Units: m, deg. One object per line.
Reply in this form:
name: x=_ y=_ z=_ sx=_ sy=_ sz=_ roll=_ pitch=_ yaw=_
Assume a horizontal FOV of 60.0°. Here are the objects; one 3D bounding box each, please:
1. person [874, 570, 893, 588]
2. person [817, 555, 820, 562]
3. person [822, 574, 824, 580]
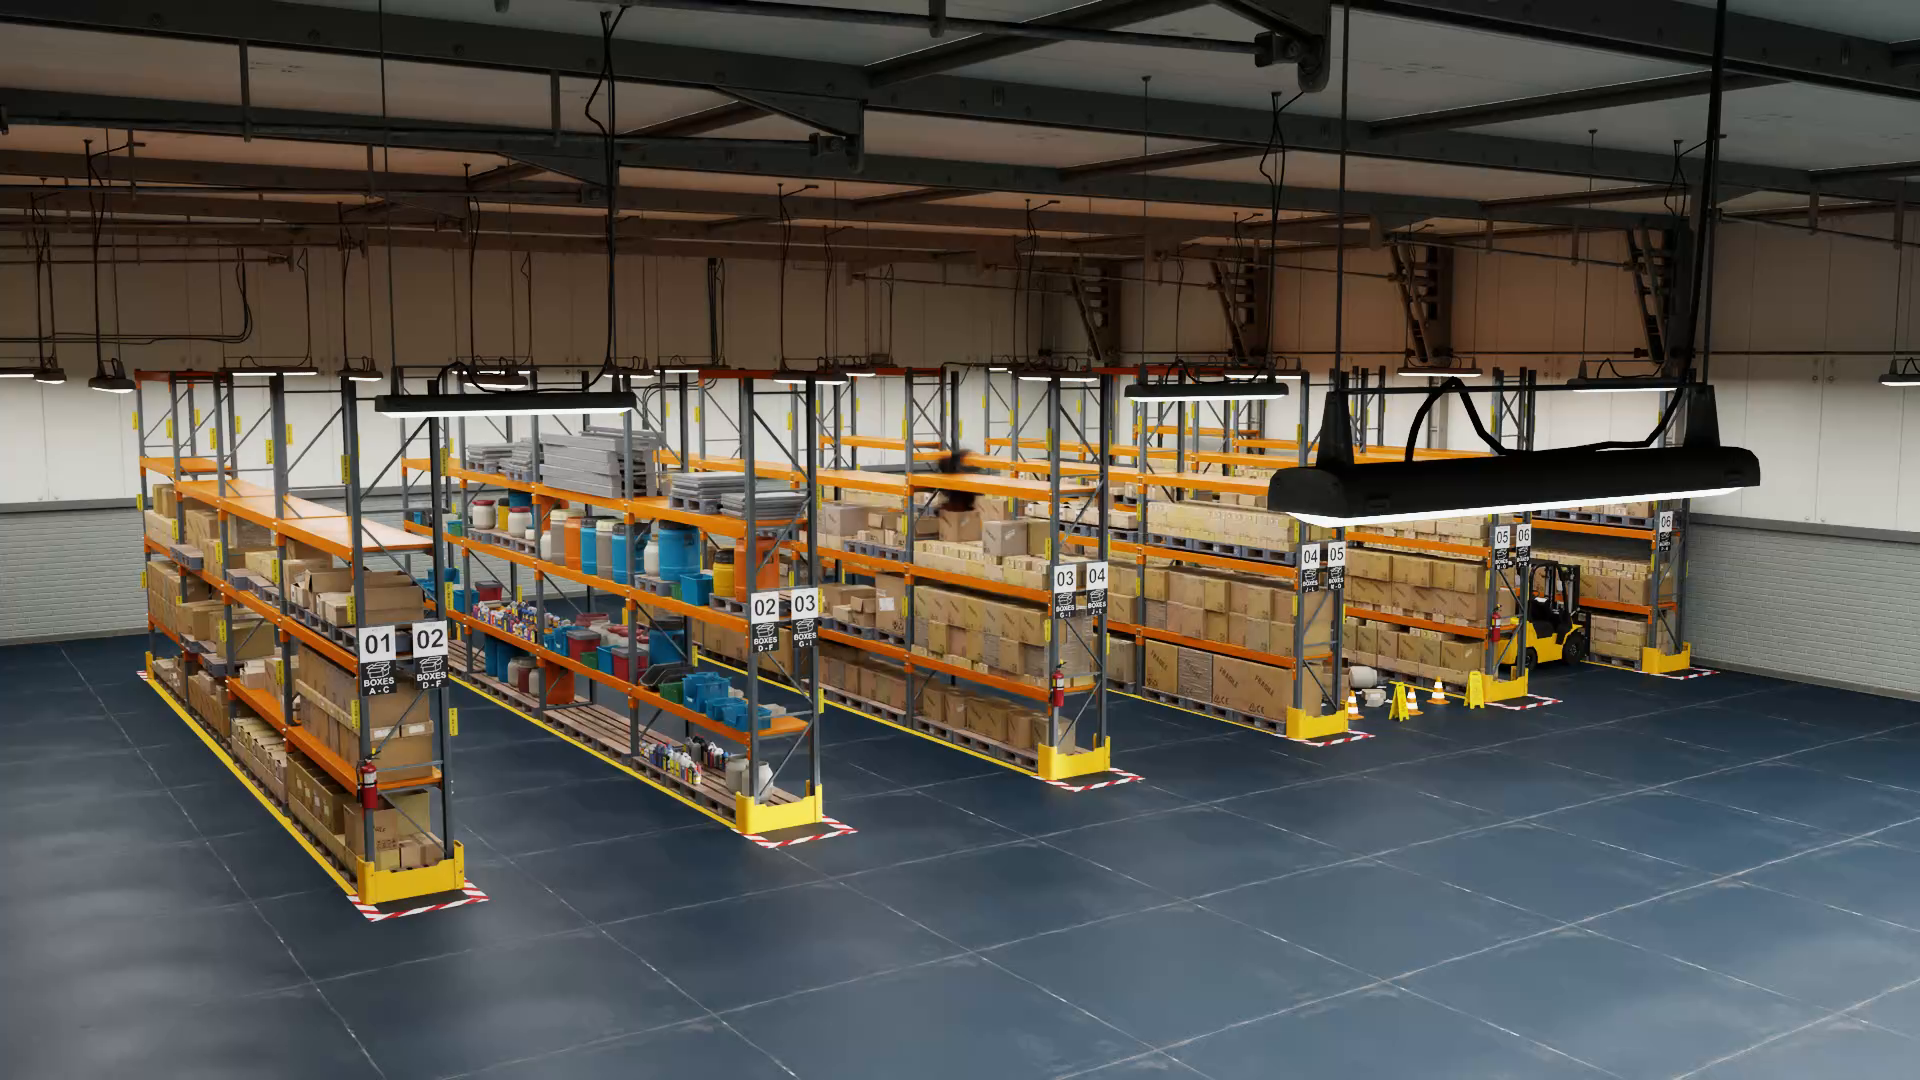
person: x=-1.460 y=1.458 z=35.382 sx=0.666 sy=1.723 sz=0.967 roll=-4 pitch=7 yaw=-30
person: x=-3.603 y=0.748 z=42.025 sx=0.626 sy=1.752 sz=0.767 roll=1 pitch=6 yaw=5
person: x=-3.432 y=1.241 z=38.347 sx=0.676 sy=1.558 sz=0.835 roll=-3 pitch=7 yaw=-25
